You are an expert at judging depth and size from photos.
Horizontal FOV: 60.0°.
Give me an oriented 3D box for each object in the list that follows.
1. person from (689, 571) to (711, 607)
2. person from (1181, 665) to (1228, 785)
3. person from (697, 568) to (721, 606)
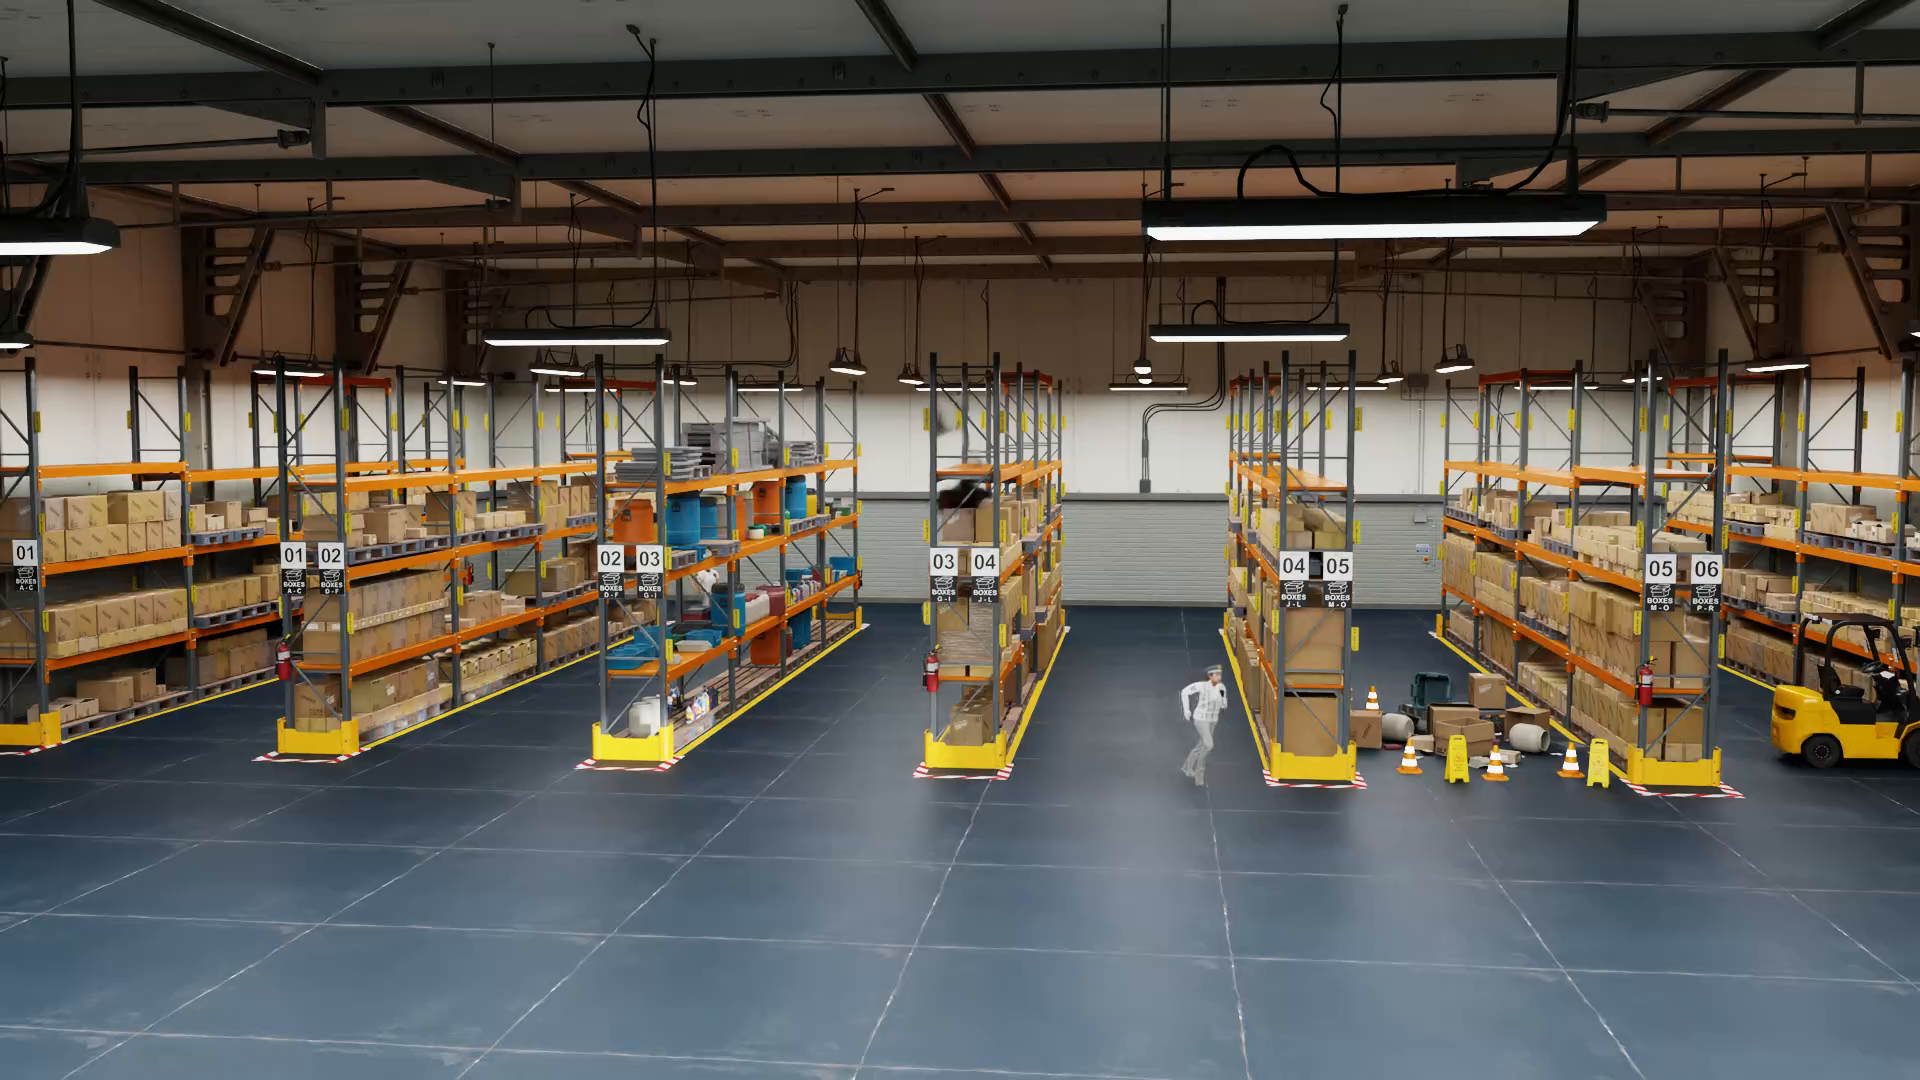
[{"bbox_3d":[-6.343,1.264,41.299,0.612,1.617,0.644,4,5,42],"label":"person"},{"bbox_3d":[3.410,2.564,23.149,0.595,1.720,0.773,-3,5,-32],"label":"person"},{"bbox_3d":[-6.104,1.311,40.609,0.623,1.635,0.607,-2,4,-22],"label":"person"}]
